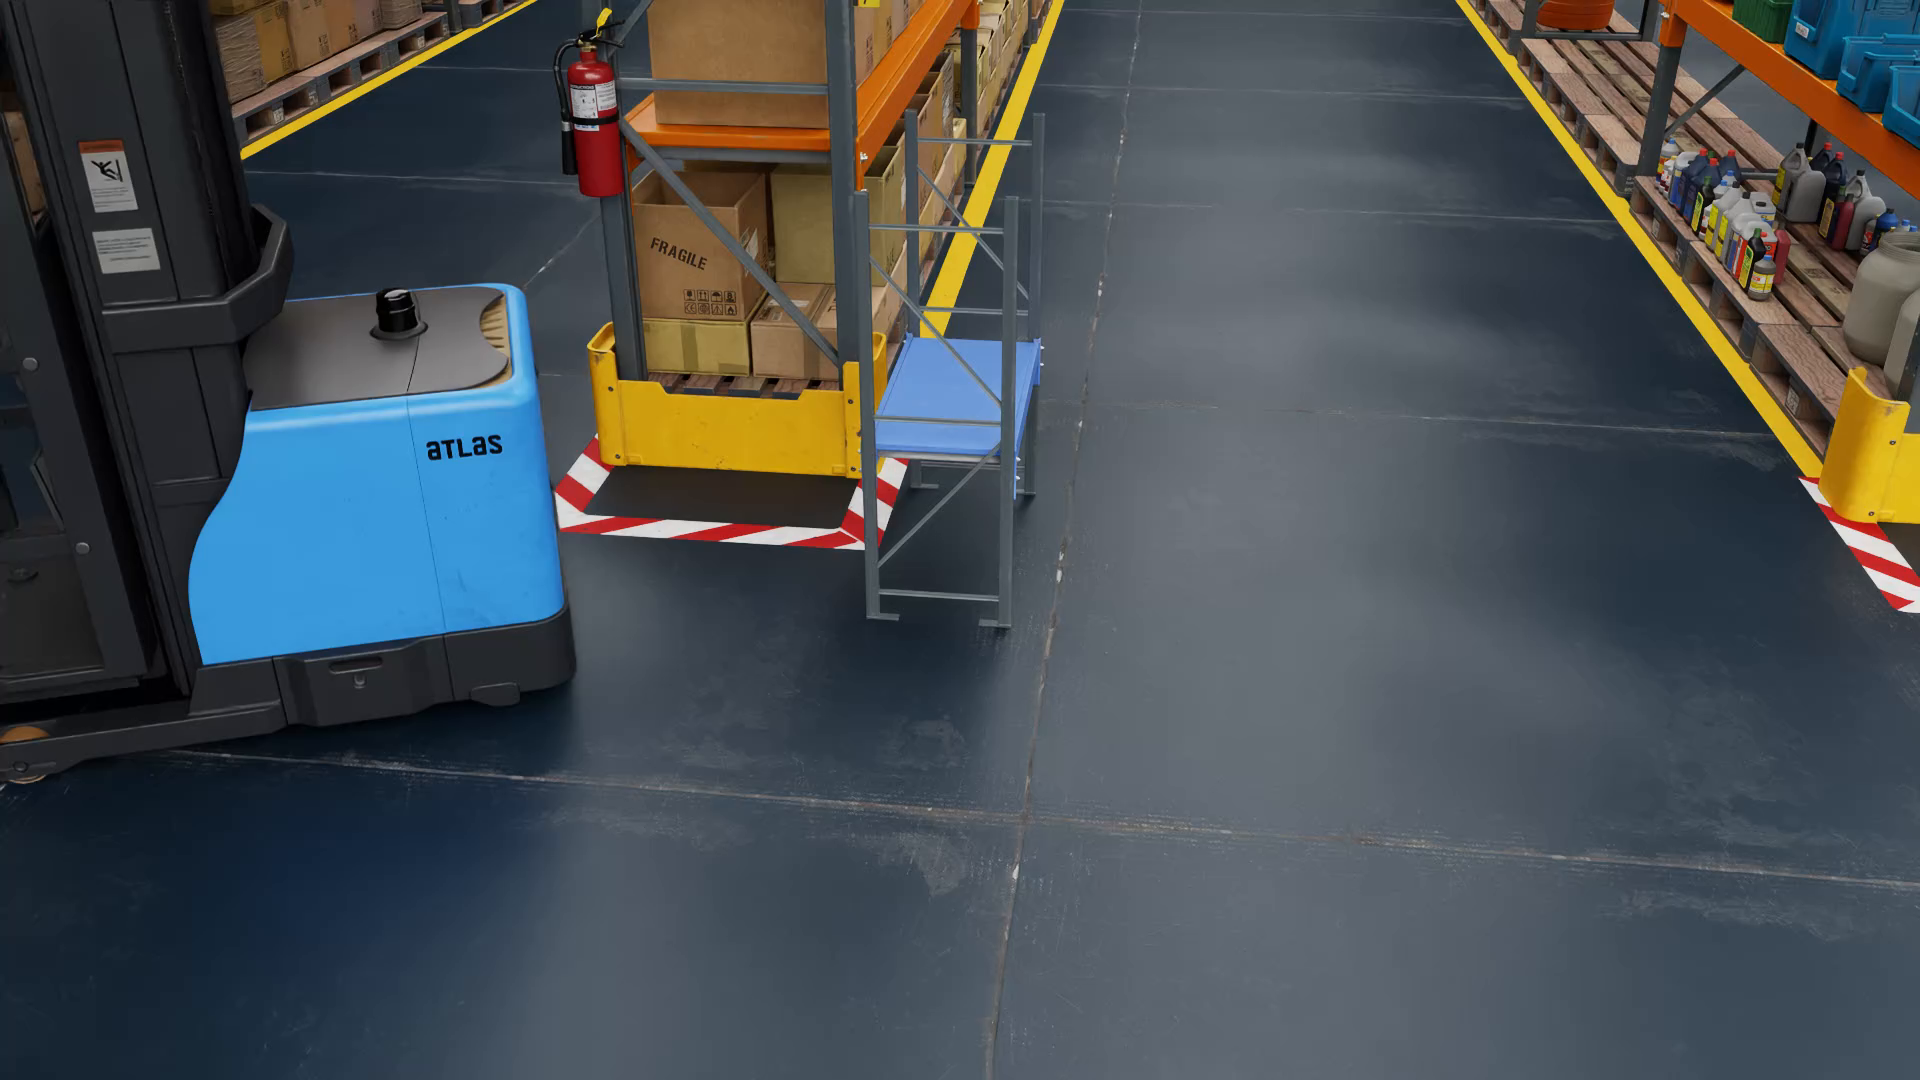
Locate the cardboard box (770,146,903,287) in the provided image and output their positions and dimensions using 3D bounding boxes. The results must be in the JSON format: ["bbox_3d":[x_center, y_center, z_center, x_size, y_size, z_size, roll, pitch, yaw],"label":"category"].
[{"bbox_3d":[-0.544,-1.470,7.482,0.500,0.500,0.500,3,28,6],"label":"cardboard box"}]

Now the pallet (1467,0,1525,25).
[{"bbox_3d":[5.213,-4.885,15.096,1.003,0.211,1.213,3,28,6],"label":"pallet"}]

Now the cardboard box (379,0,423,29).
[{"bbox_3d":[-4.863,-4.494,13.600,0.700,0.500,0.500,4,29,7],"label":"cardboard box"}]

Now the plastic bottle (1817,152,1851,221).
[{"bbox_3d":[4.699,-1.901,8.945,0.144,0.351,0.185,2,28,4],"label":"plastic bottle"}]

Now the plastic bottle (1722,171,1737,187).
[{"bbox_3d":[4.107,-1.845,8.926,0.097,0.271,0.097,0,28,0],"label":"plastic bottle"}]

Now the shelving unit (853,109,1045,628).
[{"bbox_3d":[-0.010,-0.620,5.820,0.538,1.500,1.048,3,28,6],"label":"shelving unit"}]

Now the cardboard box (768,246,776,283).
[{"bbox_3d":[-1.068,-1.171,7.717,0.500,0.250,0.500,3,28,6],"label":"cardboard box"}]

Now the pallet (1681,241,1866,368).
[{"bbox_3d":[4.245,-1.167,8.193,1.003,0.211,1.213,3,28,6],"label":"pallet"}]

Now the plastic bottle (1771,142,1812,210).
[{"bbox_3d":[4.580,-2.000,9.129,0.144,0.351,0.185,3,28,6],"label":"plastic bottle"}]

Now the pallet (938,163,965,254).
[{"bbox_3d":[-0.539,-1.974,9.692,1.003,0.211,1.213,3,28,6],"label":"pallet"}]

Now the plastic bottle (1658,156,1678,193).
[{"bbox_3d":[4.029,-2.073,9.422,0.097,0.201,0.097,0,28,0],"label":"plastic bottle"}]

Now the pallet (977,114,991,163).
[{"bbox_3d":[-0.348,-2.695,11.030,1.003,0.211,1.213,3,28,6],"label":"pallet"}]

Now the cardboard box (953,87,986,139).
[{"bbox_3d":[-0.105,-2.723,10.599,0.500,0.250,0.500,3,28,5],"label":"cardboard box"}]

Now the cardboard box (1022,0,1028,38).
[{"bbox_3d":[0.268,-4.169,13.282,0.500,0.250,0.500,4,29,7],"label":"cardboard box"}]

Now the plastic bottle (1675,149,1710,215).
[{"bbox_3d":[4.005,-1.956,9.046,0.144,0.351,0.185,4,29,8],"label":"plastic bottle"}]

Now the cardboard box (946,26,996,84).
[{"bbox_3d":[-0.036,-3.210,10.911,0.500,0.311,0.500,3,28,6],"label":"cardboard box"}]

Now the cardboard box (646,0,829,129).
[{"bbox_3d":[-0.820,-1.954,6.608,0.700,0.500,0.500,3,28,6],"label":"cardboard box"}]

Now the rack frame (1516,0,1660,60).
[{"bbox_3d":[5.006,-5.167,12.678,1.000,3.000,0.127,3,28,6],"label":"rack frame"}]

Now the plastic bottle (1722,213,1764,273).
[{"bbox_3d":[3.890,-1.468,8.220,0.152,0.276,0.135,3,28,5],"label":"plastic bottle"}]

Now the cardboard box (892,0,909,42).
[{"bbox_3d":[-0.633,-2.683,7.961,0.700,0.500,0.500,4,29,8],"label":"cardboard box"}]

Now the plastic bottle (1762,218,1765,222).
[{"bbox_3d":[4.032,-1.527,8.408,0.097,0.201,0.097,0,28,0],"label":"plastic bottle"}]

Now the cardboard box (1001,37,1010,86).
[{"bbox_3d":[0.083,-3.447,11.943,0.500,0.250,0.500,4,29,7],"label":"cardboard box"}]

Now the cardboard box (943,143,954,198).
[{"bbox_3d":[-0.311,-2.082,9.409,0.500,0.250,0.500,3,28,6],"label":"cardboard box"}]

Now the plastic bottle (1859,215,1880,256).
[{"bbox_3d":[4.648,-1.550,8.451,0.097,0.201,0.097,0,28,0],"label":"plastic bottle"}]

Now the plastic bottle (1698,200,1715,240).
[{"bbox_3d":[3.924,-1.669,8.672,0.097,0.201,0.097,0,28,0],"label":"plastic bottle"}]

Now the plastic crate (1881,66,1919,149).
[{"bbox_3d":[3.790,-1.589,6.193,0.499,0.251,0.616,3,28,6],"label":"plastic crate"}]

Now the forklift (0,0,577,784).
[{"bbox_3d":[-2.804,-0.825,4.691,3.031,2.935,1.130,-7,29,-13],"label":"forklift"}]

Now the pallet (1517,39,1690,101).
[{"bbox_3d":[4.872,-3.577,12.667,1.003,0.211,1.213,3,28,6],"label":"pallet"}]

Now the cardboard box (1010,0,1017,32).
[{"bbox_3d":[0.148,-3.934,12.255,0.500,0.311,0.500,3,28,6],"label":"cardboard box"}]

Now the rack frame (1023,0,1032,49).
[{"bbox_3d":[0.090,-5.456,13.216,1.000,3.000,0.127,3,28,6],"label":"rack frame"}]

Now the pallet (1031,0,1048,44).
[{"bbox_3d":[0.219,-4.578,14.525,1.003,0.211,1.213,3,28,6],"label":"pallet"}]

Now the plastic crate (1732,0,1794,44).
[{"bbox_3d":[4.069,-2.568,8.078,0.450,0.188,0.662,3,28,6],"label":"plastic crate"}]

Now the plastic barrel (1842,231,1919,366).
[{"bbox_3d":[4.092,-1.041,7.200,0.421,0.512,0.421,0,28,0],"label":"plastic barrel"}]

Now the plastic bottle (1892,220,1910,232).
[{"bbox_3d":[4.611,-1.437,8.168,0.097,0.271,0.097,0,28,0],"label":"plastic bottle"}]

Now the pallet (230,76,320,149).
[{"bbox_3d":[-5.223,-2.999,11.593,1.003,0.211,1.213,3,28,6],"label":"pallet"}]

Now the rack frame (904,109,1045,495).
[{"bbox_3d":[0.052,-0.859,6.264,0.500,1.500,0.032,3,28,6],"label":"rack frame"}]

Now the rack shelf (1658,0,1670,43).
[{"bbox_3d":[4.761,-3.909,11.101,1.077,0.370,4.000,3,28,6],"label":"rack shelf"}]

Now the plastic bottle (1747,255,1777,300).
[{"bbox_3d":[3.815,-1.253,7.899,0.097,0.201,0.097,0,28,0],"label":"plastic bottle"}]

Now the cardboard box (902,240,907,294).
[{"bbox_3d":[-0.484,-1.375,8.097,0.500,0.250,0.500,3,28,6],"label":"cardboard box"}]

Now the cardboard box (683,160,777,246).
[{"bbox_3d":[-1.012,-1.737,7.976,0.500,0.500,0.500,3,28,6],"label":"cardboard box"}]

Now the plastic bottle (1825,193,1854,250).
[{"bbox_3d":[4.530,-1.649,8.549,0.061,0.283,0.133,3,28,6],"label":"plastic bottle"}]

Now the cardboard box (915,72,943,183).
[{"bbox_3d":[-0.370,-2.177,8.794,0.500,0.500,0.500,3,28,6],"label":"cardboard box"}]

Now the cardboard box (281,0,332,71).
[{"bbox_3d":[-5.127,-3.784,12.283,0.700,0.500,0.500,4,29,7],"label":"cardboard box"}]

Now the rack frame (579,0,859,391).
[{"bbox_3d":[-0.890,-1.691,6.226,1.000,3.000,0.127,3,28,6],"label":"rack frame"}]

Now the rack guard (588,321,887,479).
[{"bbox_3d":[-0.893,-0.579,6.798,1.175,0.500,0.348,3,28,6],"label":"rack guard"}]
